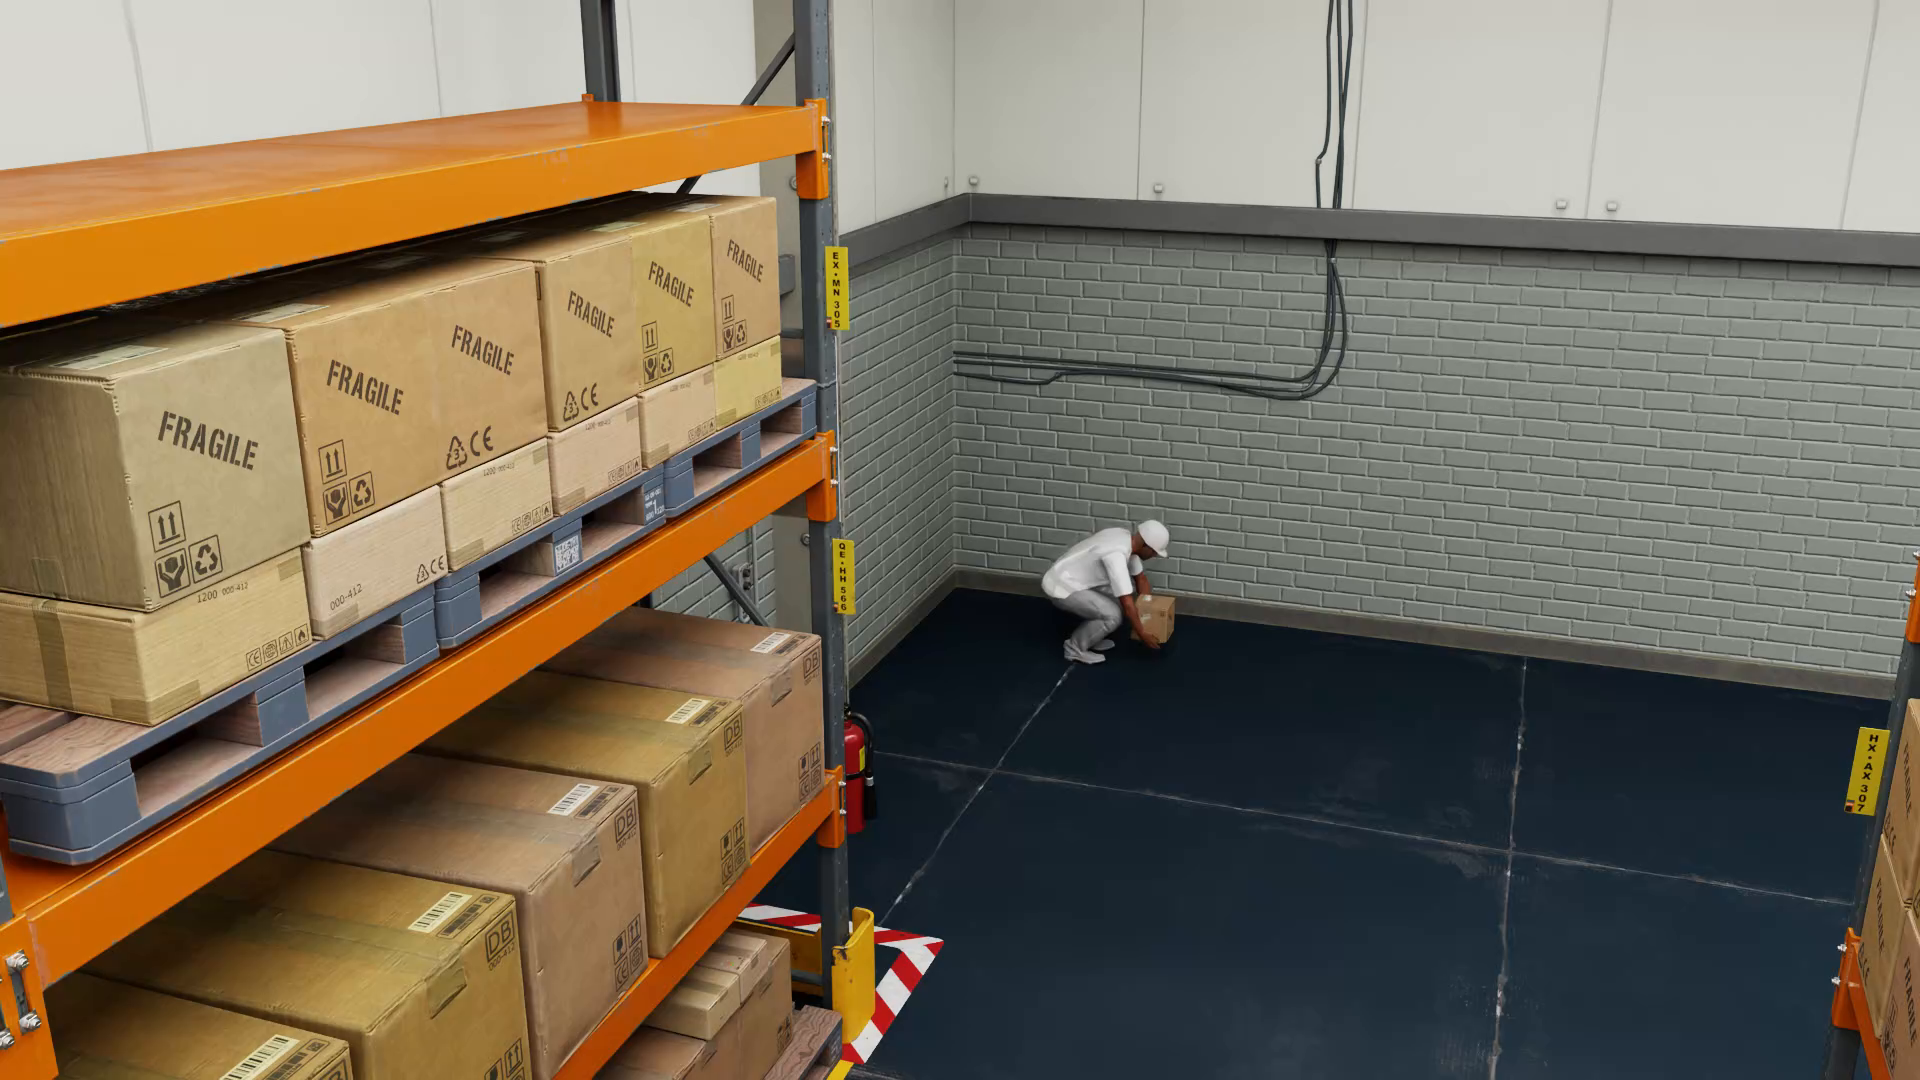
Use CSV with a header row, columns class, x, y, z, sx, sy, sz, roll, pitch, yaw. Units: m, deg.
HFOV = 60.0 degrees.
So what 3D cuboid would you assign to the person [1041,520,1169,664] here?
class,x,y,z,sx,sy,sz,roll,pitch,yaw
person,1.038,0.327,11.718,0.886,1.028,0.583,6,20,18
